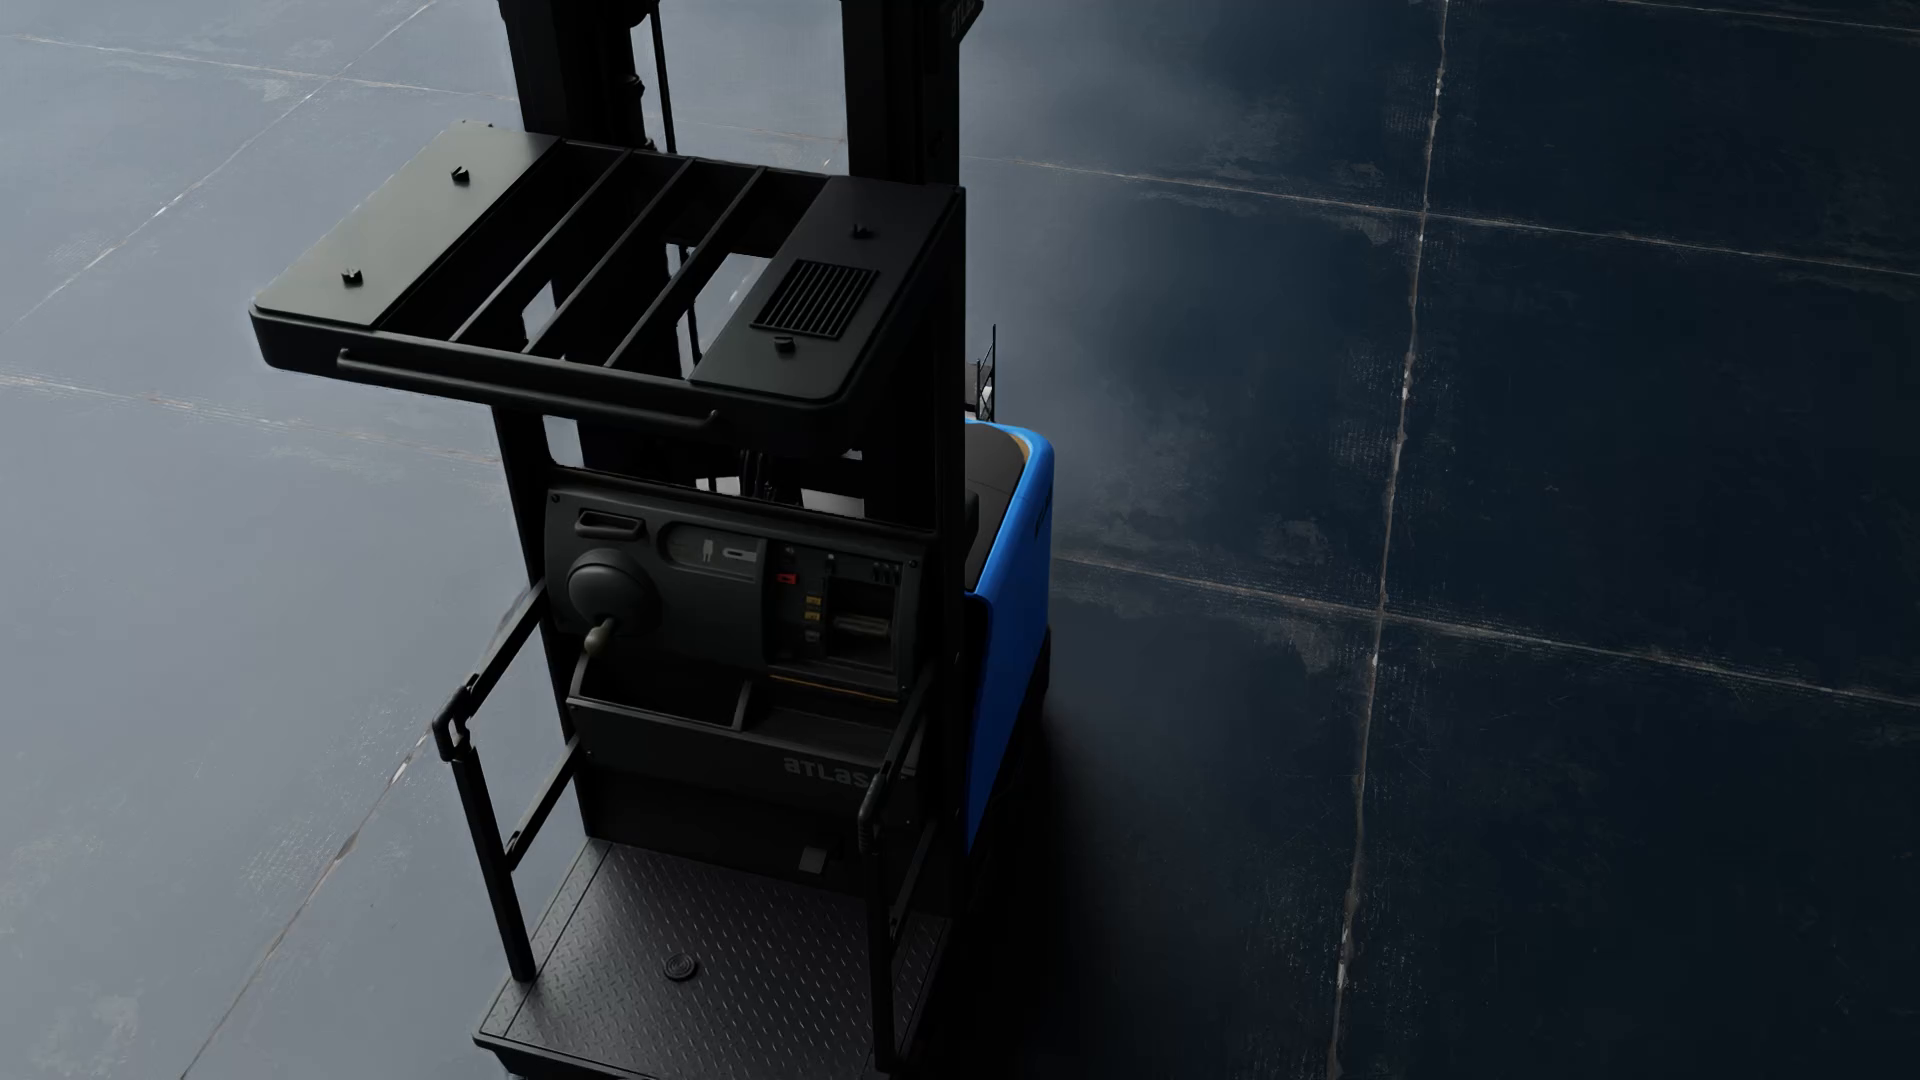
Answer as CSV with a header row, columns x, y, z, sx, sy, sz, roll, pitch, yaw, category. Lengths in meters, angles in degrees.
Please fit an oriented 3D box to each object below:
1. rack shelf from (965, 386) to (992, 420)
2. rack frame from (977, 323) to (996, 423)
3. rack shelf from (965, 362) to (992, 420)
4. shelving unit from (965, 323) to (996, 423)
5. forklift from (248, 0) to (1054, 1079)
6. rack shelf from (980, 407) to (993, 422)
x,y,z,sx,sy,sz,roll,pitch,yaw,category
-0.008,-0.458,5.868,0.200,0.077,0.258,10,41,11,rack shelf
0.090,-0.329,5.942,0.006,0.900,0.240,10,41,11,rack frame
-0.008,-0.527,5.810,0.200,0.077,0.258,10,41,11,rack shelf
-0.008,-0.346,5.962,0.210,0.900,0.258,10,41,11,shelving unit
-0.592,0.205,3.727,1.130,2.935,3.031,10,41,12,forklift
-0.008,-0.389,5.926,0.200,0.077,0.258,10,41,11,rack shelf
